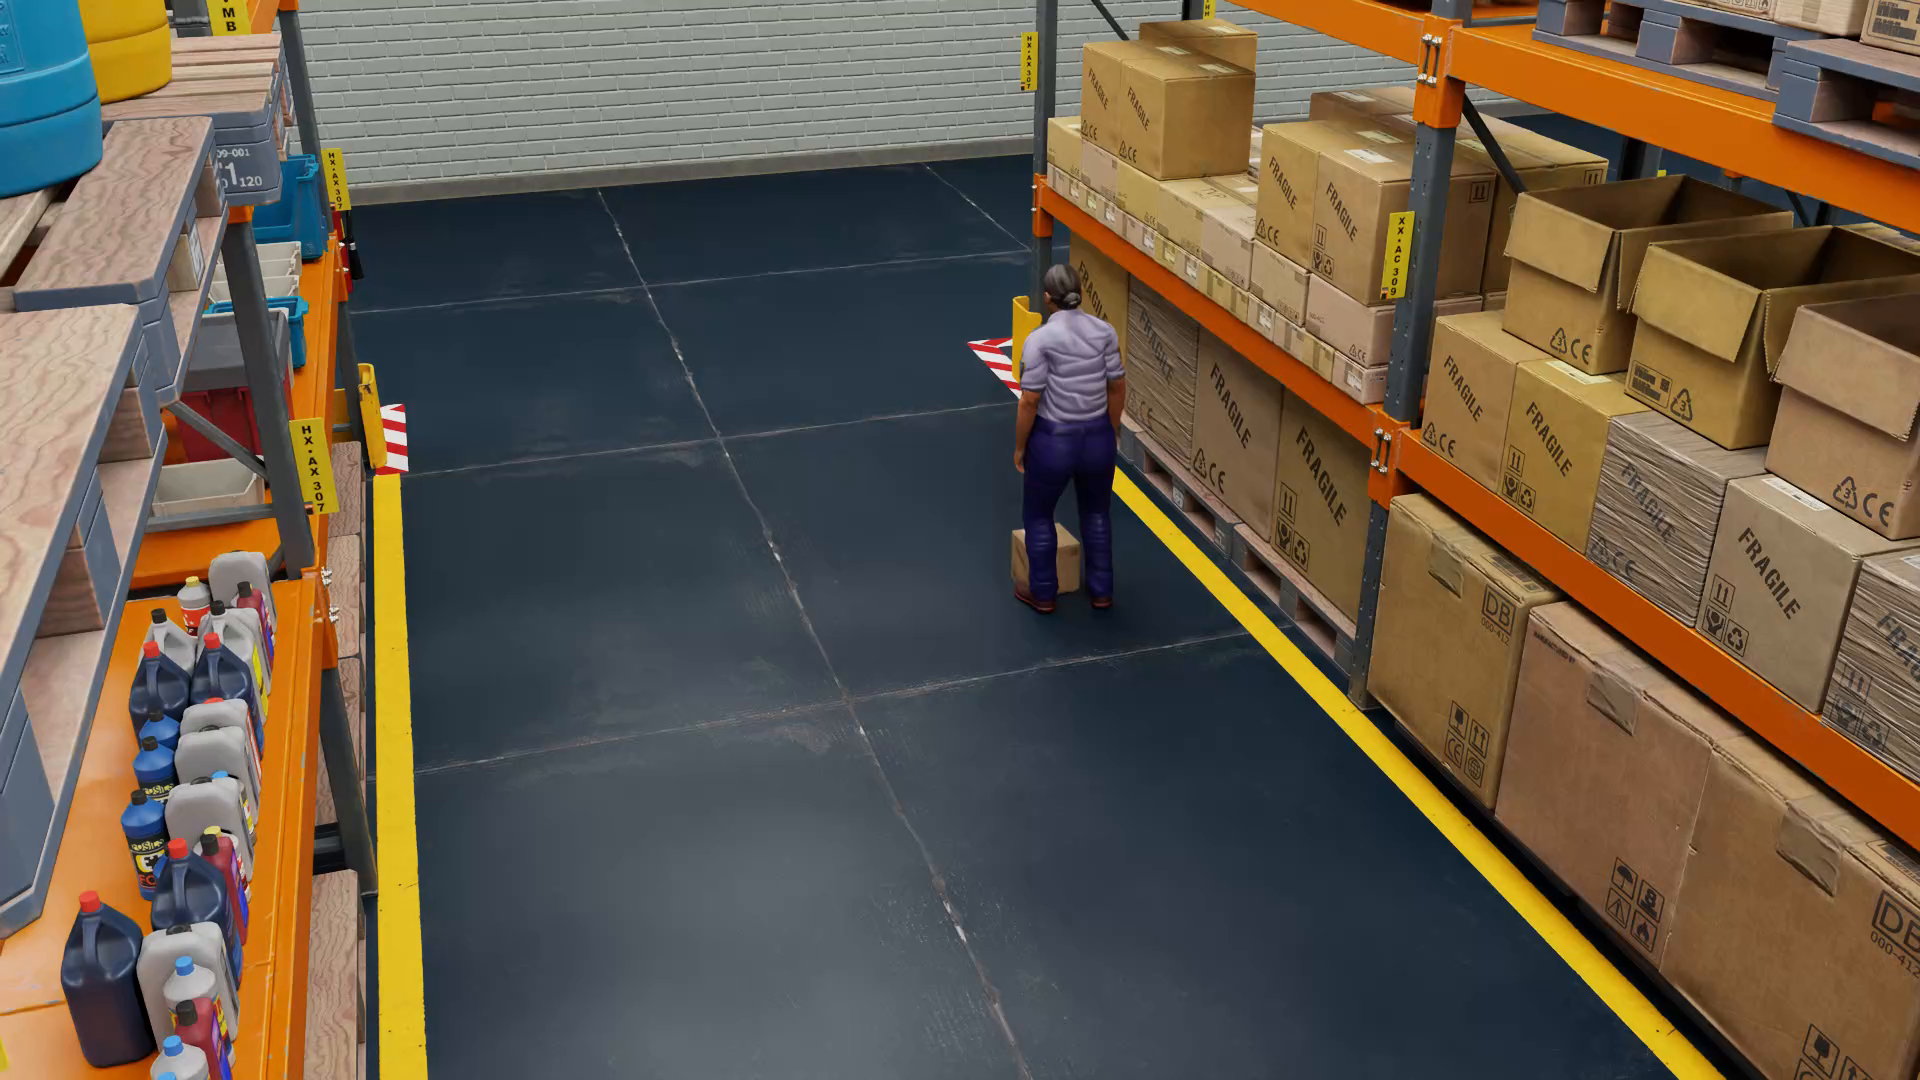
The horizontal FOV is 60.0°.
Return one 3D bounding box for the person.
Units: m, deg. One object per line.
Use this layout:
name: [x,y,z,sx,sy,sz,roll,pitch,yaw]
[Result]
person: [0.484,-0.440,7.507,0.543,1.651,0.423,-9,28,-18]
